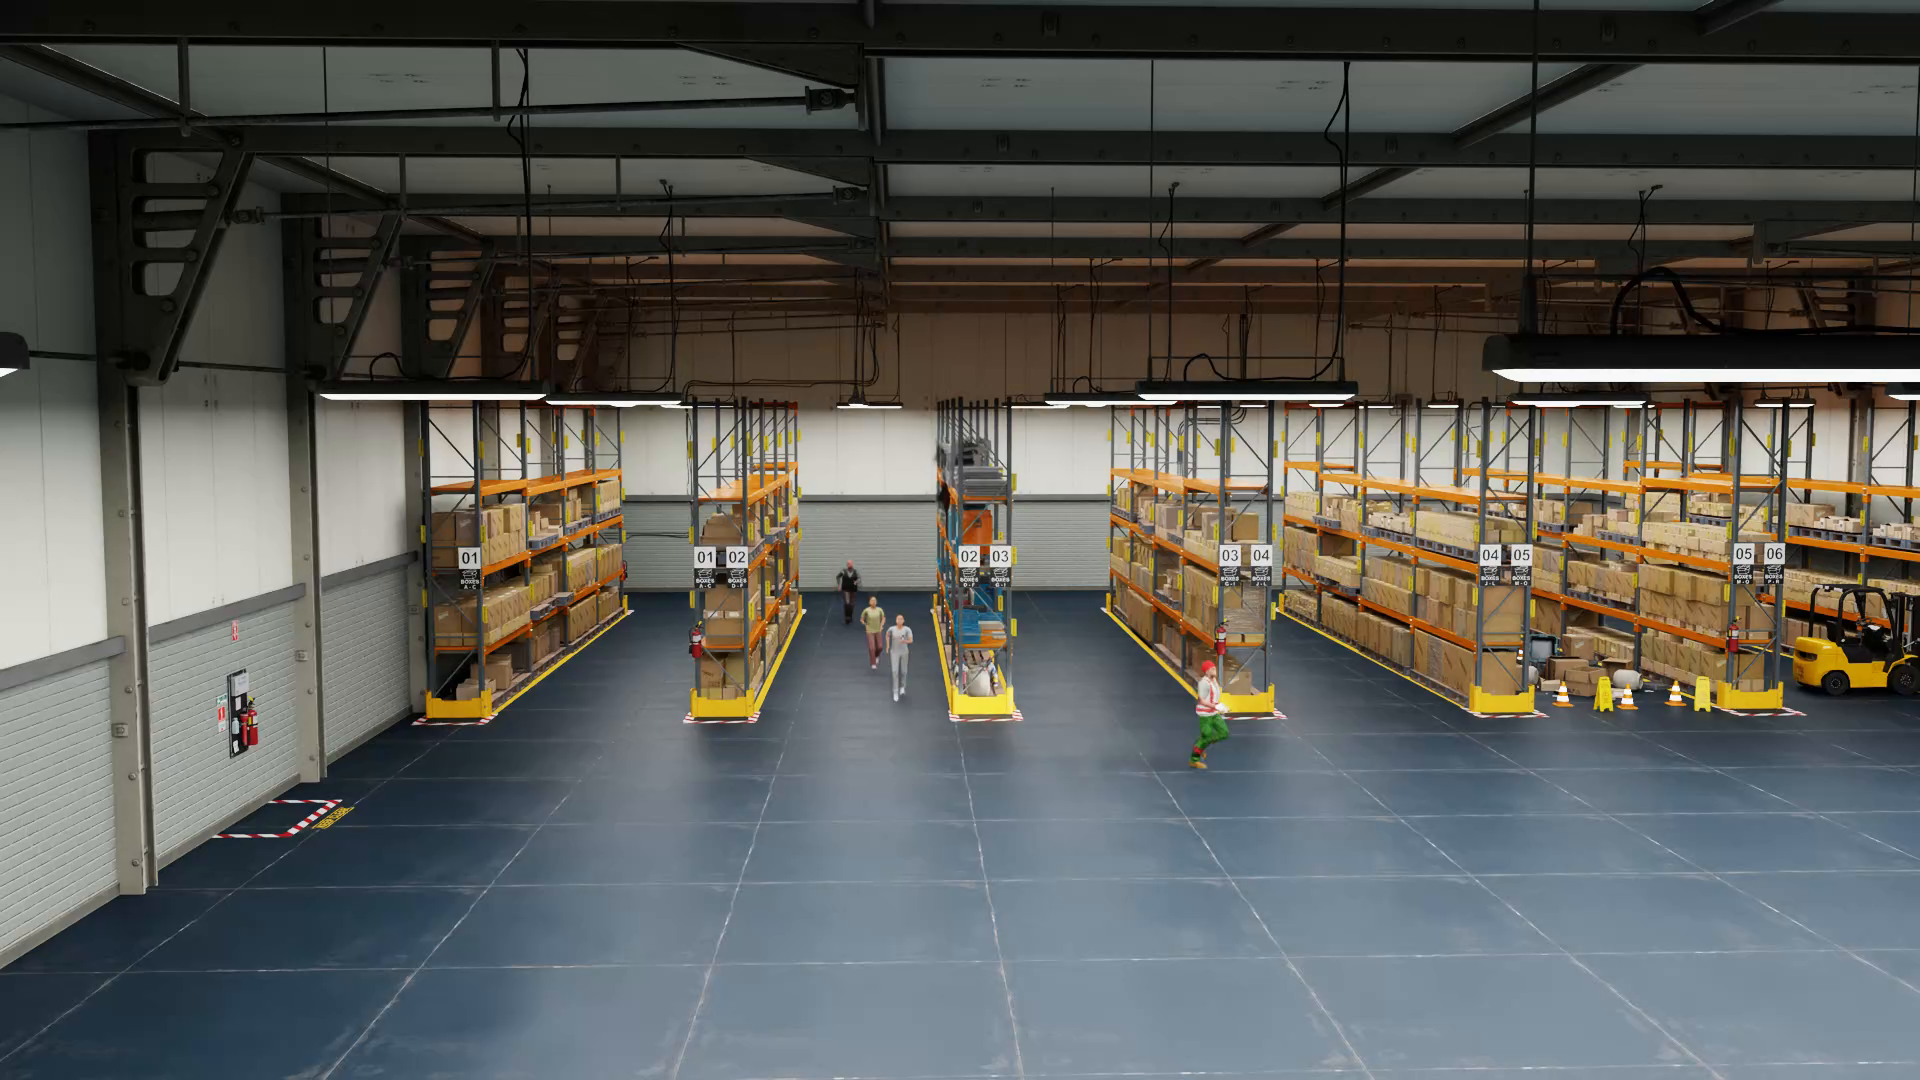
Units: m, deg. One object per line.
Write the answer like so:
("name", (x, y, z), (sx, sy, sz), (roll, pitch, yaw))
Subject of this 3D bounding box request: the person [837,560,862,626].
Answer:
("person", (-2.961, 1.422, 44.645), (0.621, 1.774, 0.834), (-1, 5, -15))

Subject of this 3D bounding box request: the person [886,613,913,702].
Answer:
("person", (-1.209, 2.310, 33.199), (0.543, 1.710, 0.840), (0, 4, -3))

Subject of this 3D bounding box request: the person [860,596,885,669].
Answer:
("person", (-1.929, 2.051, 37.025), (0.577, 1.621, 0.562), (-1, 5, -13))

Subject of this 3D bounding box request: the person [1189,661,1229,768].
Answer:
("person", (4.032, 2.791, 26.673), (0.699, 1.737, 0.693), (3, 5, 33))
